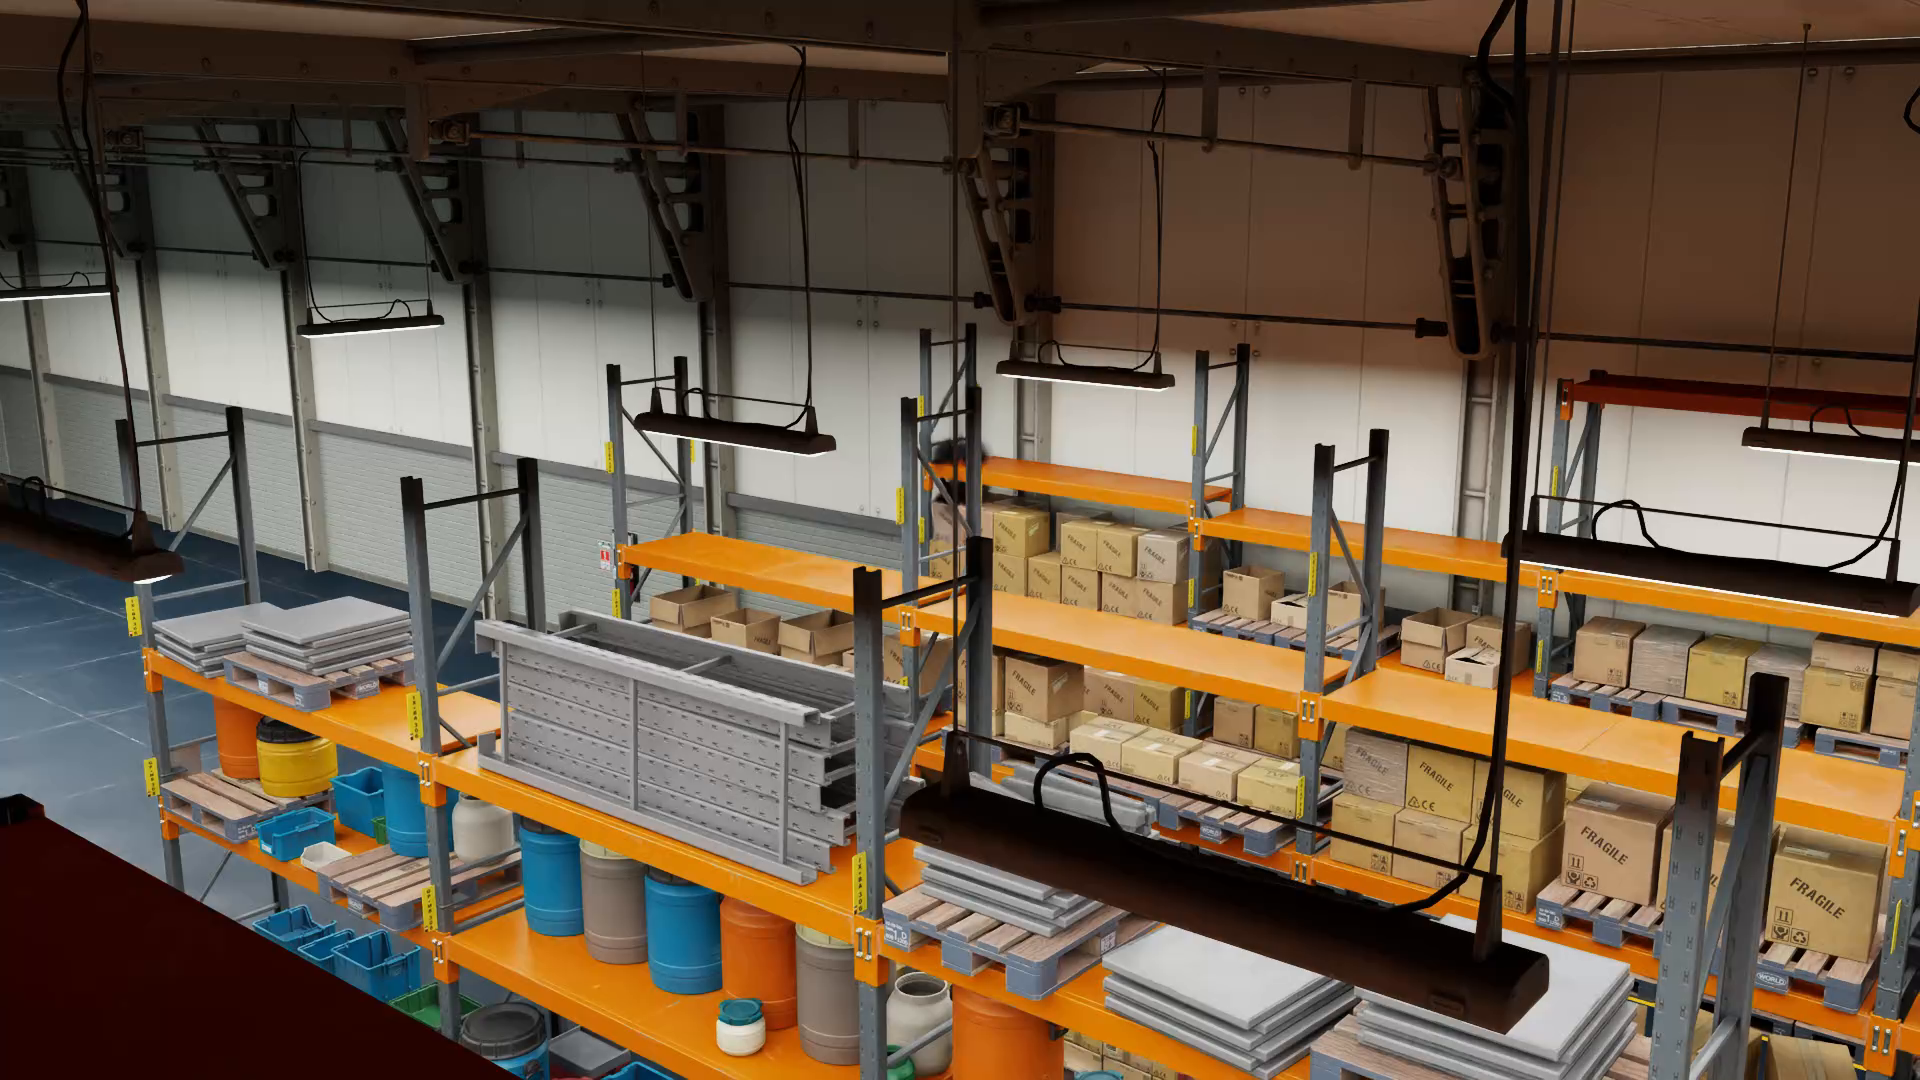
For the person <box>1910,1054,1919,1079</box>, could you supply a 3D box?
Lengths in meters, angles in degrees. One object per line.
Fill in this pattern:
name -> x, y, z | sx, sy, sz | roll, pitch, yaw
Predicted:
person -> 7.649, 4.300, 13.284 | 0.876, 1.725, 0.564 | 7, 14, 28
